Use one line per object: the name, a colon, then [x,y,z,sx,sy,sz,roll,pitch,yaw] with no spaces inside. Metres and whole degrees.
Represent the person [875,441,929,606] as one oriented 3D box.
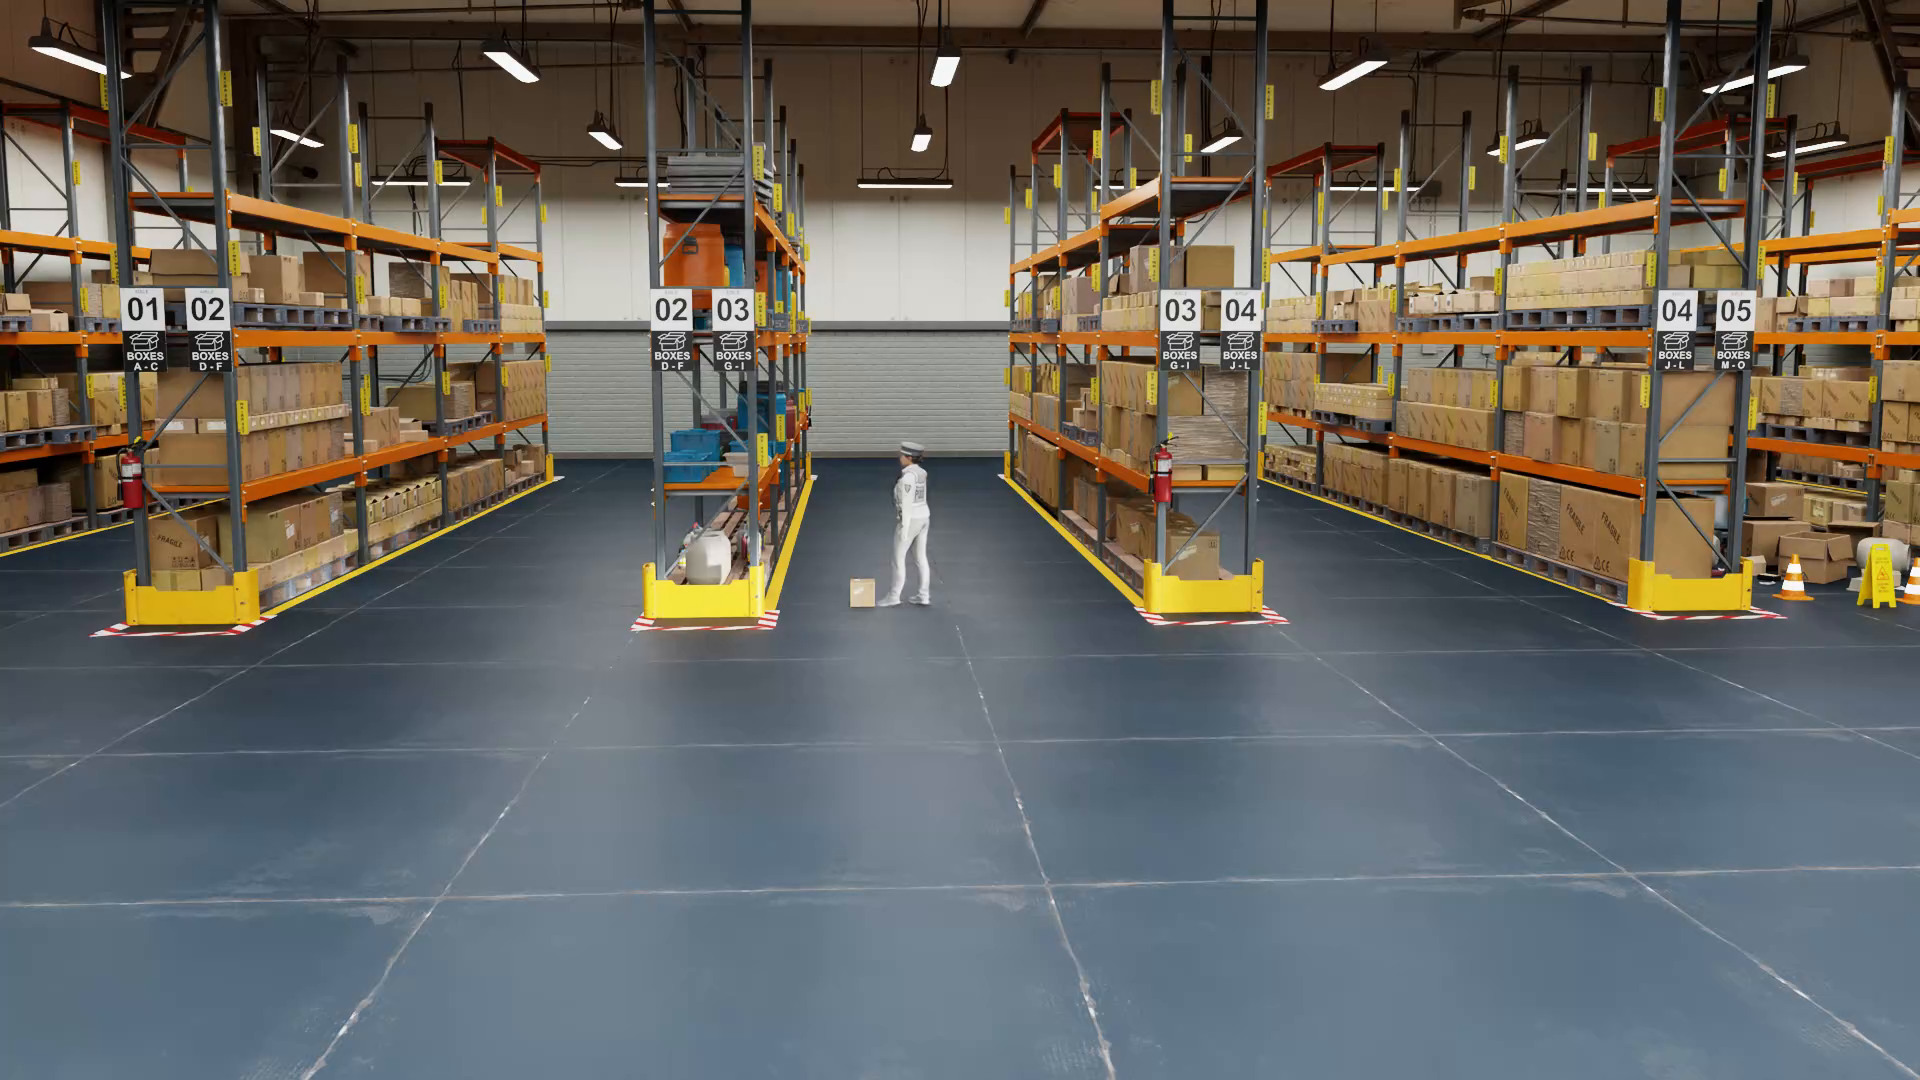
person: [-0.561,-0.173,17.064,0.522,1.685,0.526,3,8,26]
